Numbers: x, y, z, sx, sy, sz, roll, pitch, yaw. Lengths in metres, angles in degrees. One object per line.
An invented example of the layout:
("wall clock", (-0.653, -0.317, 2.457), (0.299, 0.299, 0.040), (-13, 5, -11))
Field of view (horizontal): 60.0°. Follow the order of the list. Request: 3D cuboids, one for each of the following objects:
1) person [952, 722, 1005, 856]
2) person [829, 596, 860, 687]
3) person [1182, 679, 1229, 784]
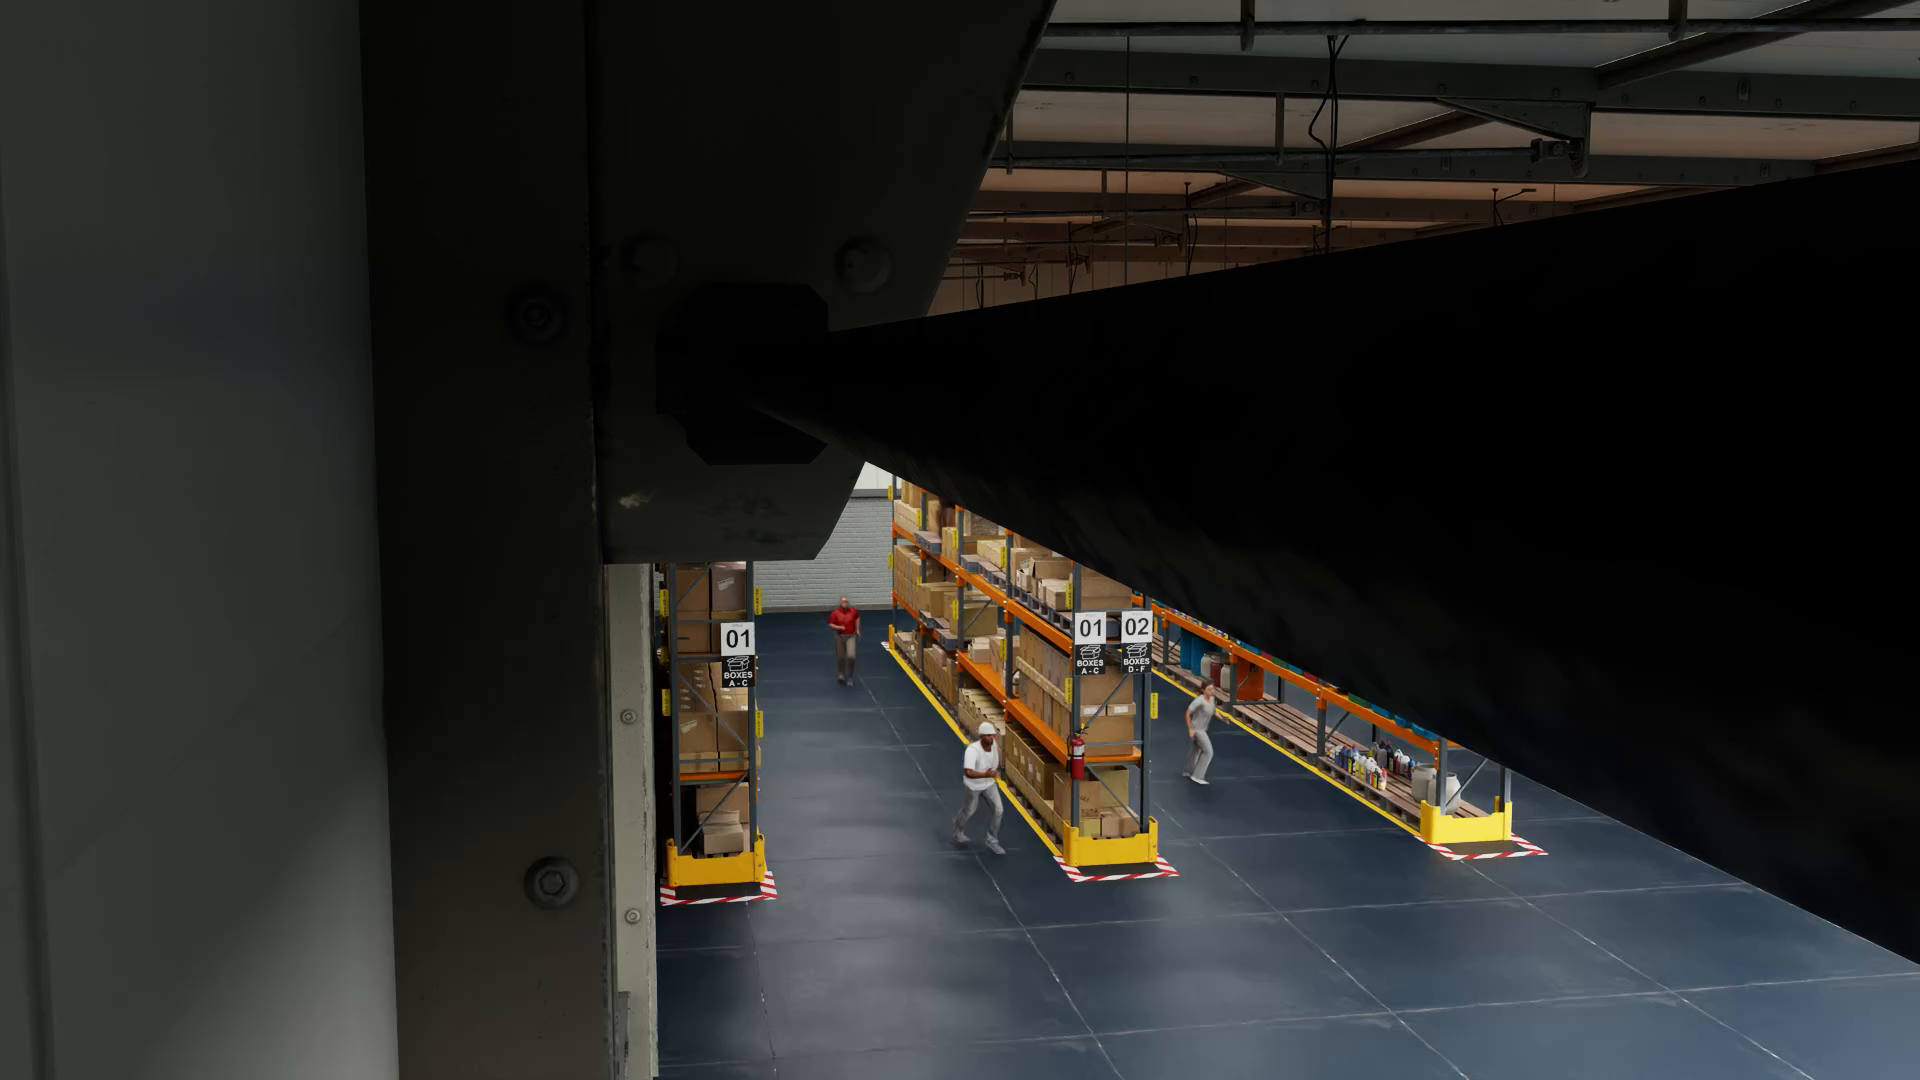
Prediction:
("person", (0.270, 3.167, 21.391), (0.720, 1.734, 0.991), (-5, 8, -36))
("person", (-2.248, 1.981, 32.452), (0.622, 1.790, 0.854), (-1, 6, -7))
("person", (3.648, 2.876, 24.937), (0.790, 1.625, 0.595), (3, 7, 29))
